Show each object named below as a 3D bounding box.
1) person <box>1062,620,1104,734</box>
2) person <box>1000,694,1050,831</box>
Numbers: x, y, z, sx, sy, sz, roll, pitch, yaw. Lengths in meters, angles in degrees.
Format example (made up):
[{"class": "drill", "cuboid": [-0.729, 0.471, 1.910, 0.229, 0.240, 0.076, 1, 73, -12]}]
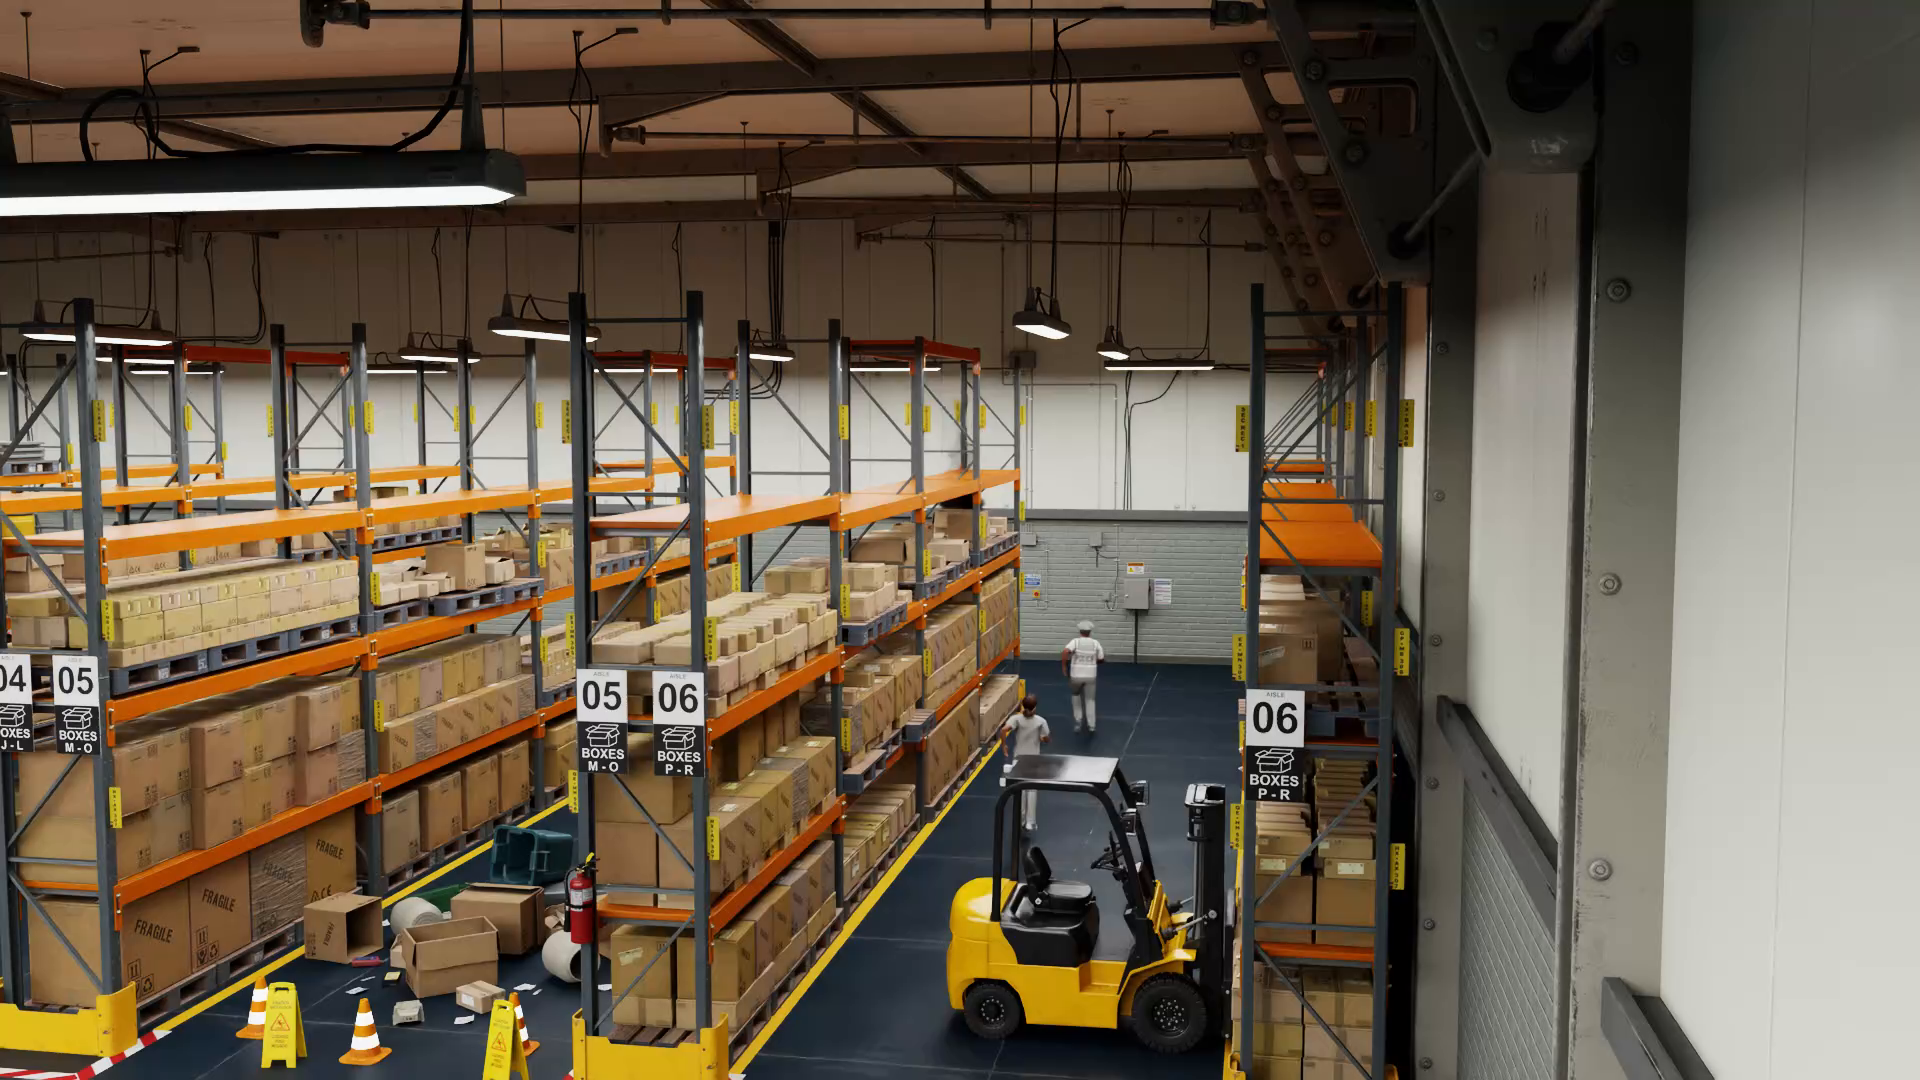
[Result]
[{"class": "person", "cuboid": [1.933, 2.192, 26.165, 0.672, 1.818, 0.900, 0, 5, 4]}, {"class": "person", "cuboid": [0.795, 2.712, 20.183, 0.571, 1.693, 0.865, 1, 5, 12]}]
